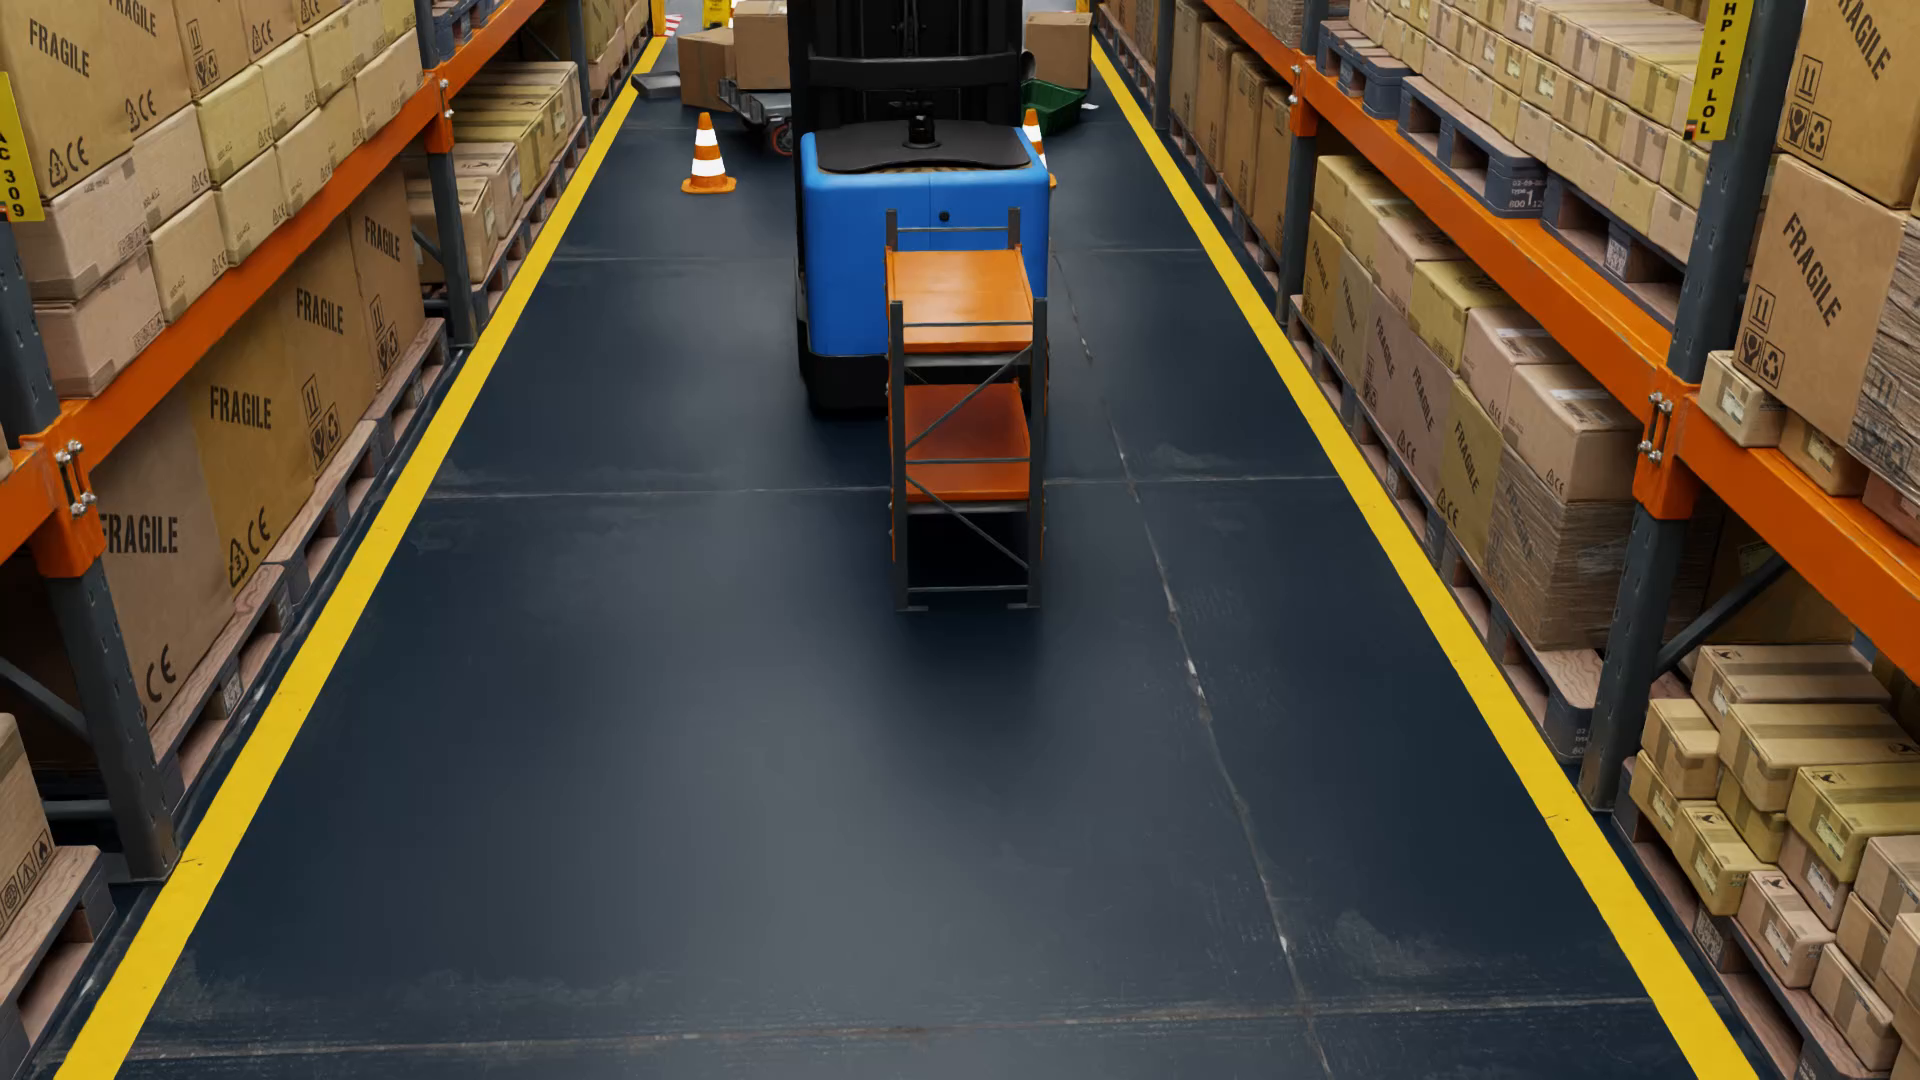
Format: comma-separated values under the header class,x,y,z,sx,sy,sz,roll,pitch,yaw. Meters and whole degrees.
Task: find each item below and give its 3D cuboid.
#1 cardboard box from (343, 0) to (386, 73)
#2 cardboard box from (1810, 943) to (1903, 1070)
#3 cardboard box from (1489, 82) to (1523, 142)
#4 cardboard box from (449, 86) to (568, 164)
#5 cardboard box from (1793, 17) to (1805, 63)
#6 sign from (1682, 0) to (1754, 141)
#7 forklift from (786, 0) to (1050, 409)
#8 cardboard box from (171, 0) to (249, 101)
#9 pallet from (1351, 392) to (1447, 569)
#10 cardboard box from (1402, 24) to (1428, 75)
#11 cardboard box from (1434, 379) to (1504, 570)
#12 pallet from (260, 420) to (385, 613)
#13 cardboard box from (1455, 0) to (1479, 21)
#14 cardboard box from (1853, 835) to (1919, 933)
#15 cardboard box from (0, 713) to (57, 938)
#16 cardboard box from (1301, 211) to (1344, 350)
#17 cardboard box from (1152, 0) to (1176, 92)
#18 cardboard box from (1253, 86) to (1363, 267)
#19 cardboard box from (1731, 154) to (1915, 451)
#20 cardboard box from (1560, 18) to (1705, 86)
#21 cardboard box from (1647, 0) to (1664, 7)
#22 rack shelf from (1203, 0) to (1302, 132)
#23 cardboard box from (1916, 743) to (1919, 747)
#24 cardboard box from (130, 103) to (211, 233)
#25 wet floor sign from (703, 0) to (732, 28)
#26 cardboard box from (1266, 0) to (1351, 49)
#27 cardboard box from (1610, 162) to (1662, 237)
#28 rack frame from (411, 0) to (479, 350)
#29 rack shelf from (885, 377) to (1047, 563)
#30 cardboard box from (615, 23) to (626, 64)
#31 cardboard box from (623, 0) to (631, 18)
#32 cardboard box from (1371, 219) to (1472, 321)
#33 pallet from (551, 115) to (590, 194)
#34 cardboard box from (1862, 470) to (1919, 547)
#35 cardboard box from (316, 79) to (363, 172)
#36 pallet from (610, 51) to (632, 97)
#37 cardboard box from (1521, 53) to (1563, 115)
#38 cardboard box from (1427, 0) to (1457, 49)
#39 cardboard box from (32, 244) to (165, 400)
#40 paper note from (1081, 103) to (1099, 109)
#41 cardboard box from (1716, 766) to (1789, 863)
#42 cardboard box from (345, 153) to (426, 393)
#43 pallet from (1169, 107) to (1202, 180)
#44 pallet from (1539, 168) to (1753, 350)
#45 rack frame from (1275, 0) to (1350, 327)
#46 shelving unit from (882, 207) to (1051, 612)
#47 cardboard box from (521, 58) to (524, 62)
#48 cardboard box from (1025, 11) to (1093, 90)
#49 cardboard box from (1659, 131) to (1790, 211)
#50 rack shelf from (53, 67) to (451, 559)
class,x,y,z,sx,sy,sz,roll,pitch,yaw
cardboard box,-2.537,-1.968,6.400,0.500,0.250,0.500,-2,28,-4
cardboard box,2.141,1.021,3.678,0.380,0.149,0.250,-2,28,-4
cardboard box,2.011,-1.441,5.586,0.380,0.149,0.250,0,28,0
cardboard box,-2.984,-2.561,10.304,0.950,0.372,0.625,0,28,1
cardboard box,2.697,-1.480,5.017,0.380,0.149,0.250,-2,28,-3
sign,1.746,-1.084,3.832,0.100,0.325,0.005,-1,28,-3
forklift,-0.282,-2.520,7.912,1.130,2.935,3.031,-3,28,-5
cardboard box,-2.451,-1.583,4.852,0.500,0.500,0.500,-2,28,-4
pallet,2.192,-0.273,6.546,1.003,0.211,1.213,-1,28,-3
cardboard box,1.958,-1.923,6.511,0.380,0.149,0.250,0,28,0
cardboard box,1.984,-0.236,5.708,0.500,0.500,0.500,-2,28,-4
pallet,-2.820,-0.102,6.218,1.003,0.211,1.213,-1,28,-3
cardboard box,1.993,-1.946,5.912,0.380,0.149,0.250,-1,28,-1
cardboard box,2.166,0.757,3.541,0.380,0.149,0.250,-2,28,-4
cardboard box,-2.712,0.823,3.745,0.875,0.438,0.875,-2,28,-3
cardboard box,1.874,-1.178,7.514,0.500,0.500,0.500,-3,28,-5
cardboard box,1.920,-3.816,12.167,0.875,0.875,0.875,-1,28,-2
cardboard box,2.150,-1.905,8.637,1.050,0.750,0.750,-2,28,-3
cardboard box,2.075,-0.527,3.587,0.500,0.500,0.500,-2,28,-4
cardboard box,2.044,-1.469,4.998,0.380,0.149,0.250,-1,28,-3
cardboard box,2.640,-1.959,5.936,0.380,0.149,0.250,0,28,0
rack shelf,1.987,-3.037,9.608,1.077,0.370,4.000,-1,28,-3
cardboard box,2.634,0.498,4.358,0.380,0.149,0.250,-1,28,-2
cardboard box,-2.434,-1.025,4.592,0.500,0.250,0.500,-1,28,-2
wet floor sign,-2.205,-5.031,15.198,0.267,0.644,0.232,8,29,15
cardboard box,1.800,-2.679,8.034,0.500,0.500,0.500,-1,28,-3
cardboard box,2.068,-0.959,4.663,0.380,0.149,0.250,-1,28,-2
rack frame,-2.846,-2.267,7.352,1.000,3.000,0.127,-1,28,-3
rack shelf,0.000,-0.279,6.097,0.538,0.278,1.000,-1,28,-3
cardboard box,-2.886,-3.851,12.909,0.500,0.250,0.500,-2,28,-3
cardboard box,-2.912,-4.423,13.195,0.500,0.500,0.500,-2,28,-4
cardboard box,1.925,-1.056,6.469,0.500,0.250,0.500,-1,28,-2
pallet,-3.013,-2.518,10.849,1.003,0.211,1.213,-1,28,-3
cardboard box,2.143,-0.096,3.462,0.380,0.149,0.250,-3,28,-5
cardboard box,-2.508,-1.504,6.053,0.500,0.250,0.500,-2,28,-3
pallet,-3.192,-3.752,13.215,1.003,0.211,1.213,-1,28,-3
cardboard box,2.027,-1.454,5.290,0.380,0.149,0.250,-3,28,-5
cardboard box,1.975,-1.931,6.205,0.380,0.149,0.250,-1,28,-3
cardboard box,-2.397,-0.562,4.247,0.500,0.250,0.500,-2,28,-4
paper note,0.943,-3.252,12.452,0.147,0.020,0.142,-23,35,-37
cardboard box,2.103,0.650,4.067,0.380,0.149,0.250,-1,28,-2
cardboard box,-2.893,-1.190,7.131,0.875,0.875,0.875,-2,28,-3
pallet,1.998,-2.689,11.178,1.003,0.211,1.213,-1,28,-3
pallet,2.406,-0.857,4.857,1.003,0.211,1.213,-1,28,-3
rack frame,2.092,-2.433,7.671,1.000,3.000,0.127,-1,28,-3
shelving unit,0.000,-0.496,5.984,0.538,1.125,1.048,-1,28,-3
cardboard box,-3.355,-3.347,11.944,0.500,0.250,0.500,0,28,0
cardboard box,0.777,-3.865,13.117,0.500,0.500,0.500,3,28,6
cardboard box,2.083,-0.971,4.364,0.380,0.149,0.250,-1,28,-1
rack shelf,-2.742,-1.024,5.748,1.077,0.370,4.000,-1,28,-3
